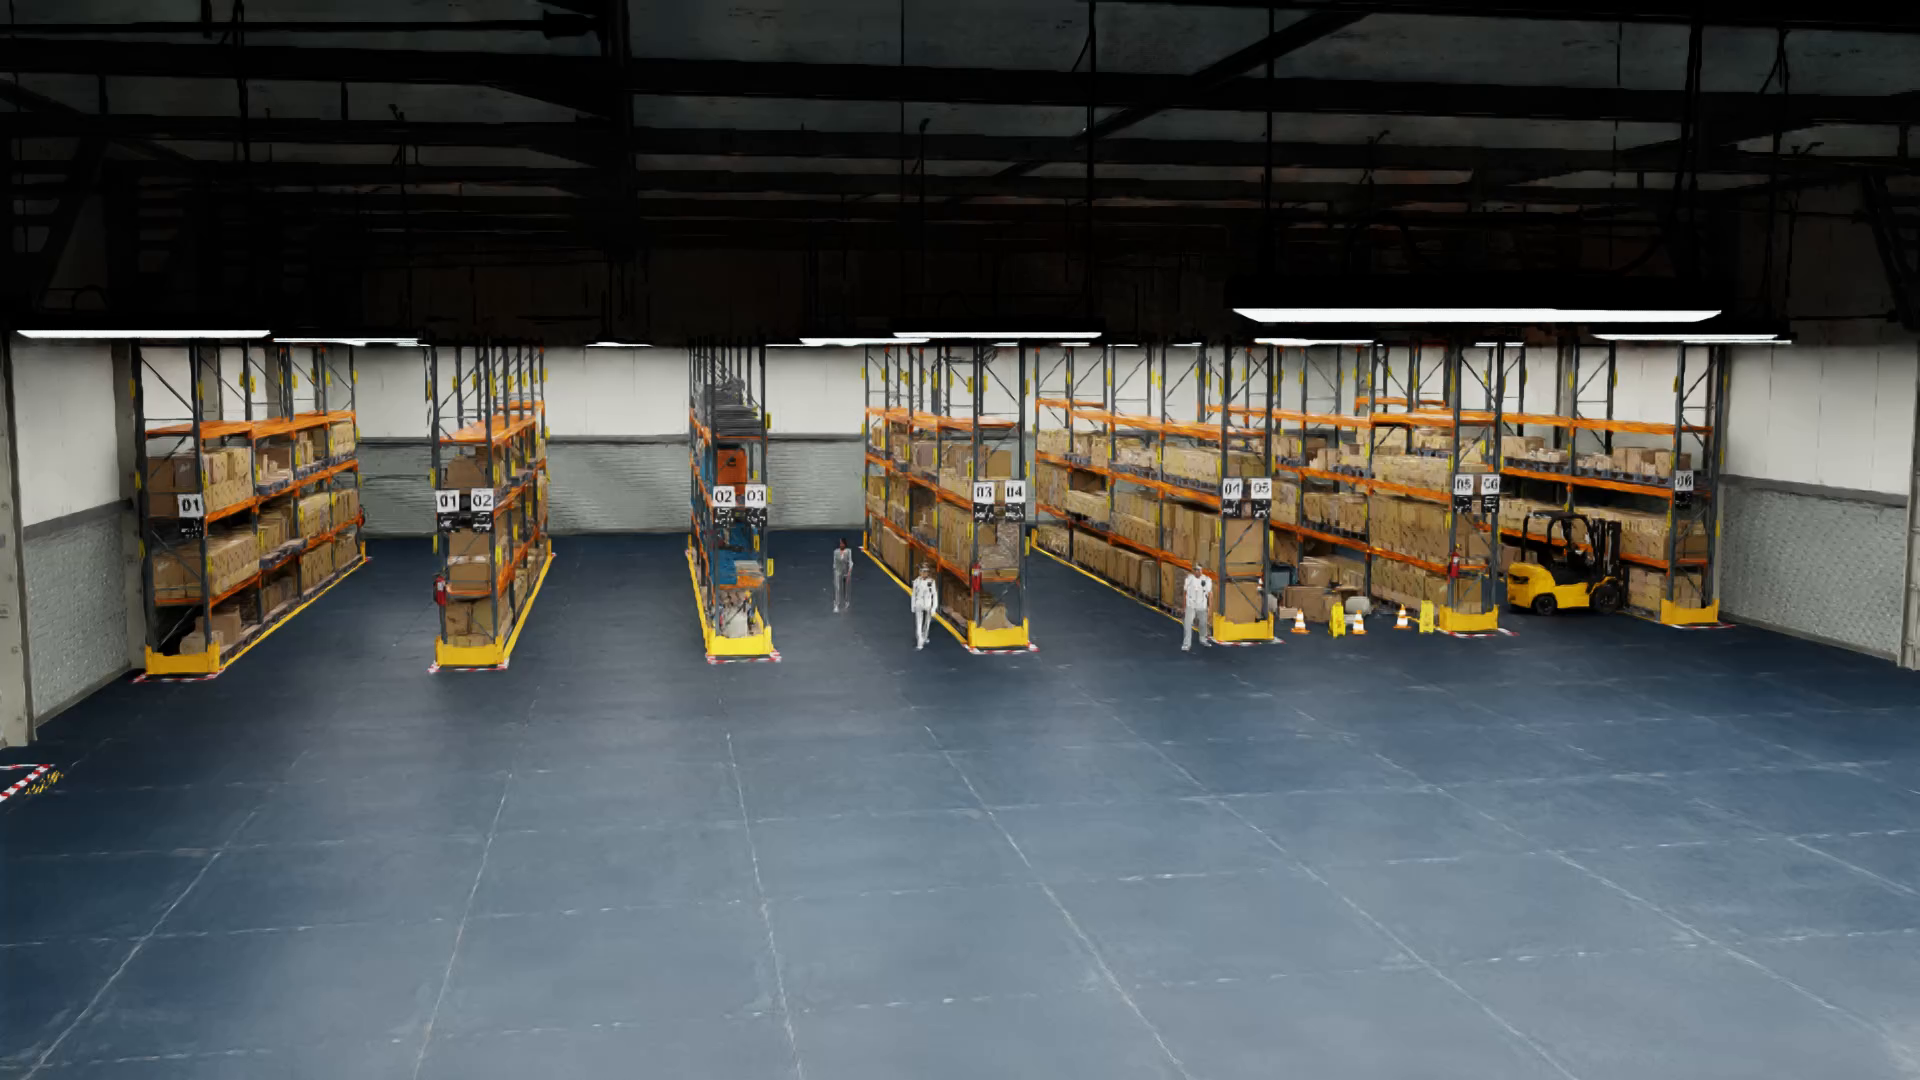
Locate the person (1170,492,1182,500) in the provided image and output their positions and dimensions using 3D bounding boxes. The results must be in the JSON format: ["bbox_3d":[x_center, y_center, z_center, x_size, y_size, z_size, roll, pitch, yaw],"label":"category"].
[{"bbox_3d":[6.229,-0.712,48.404,0.515,1.787,0.664,-2,7,-19],"label":"person"}]

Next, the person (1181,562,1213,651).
[{"bbox_3d":[4.516,1.249,31.676,0.583,1.711,0.967,2,7,13],"label":"person"}]

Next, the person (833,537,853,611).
[{"bbox_3d":[-2.438,0.698,34.685,0.408,1.529,0.959,0,7,-2],"label":"person"}]

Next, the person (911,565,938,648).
[{"bbox_3d":[-0.676,1.248,31.998,0.494,1.586,1.077,-1,7,-7],"label":"person"}]
